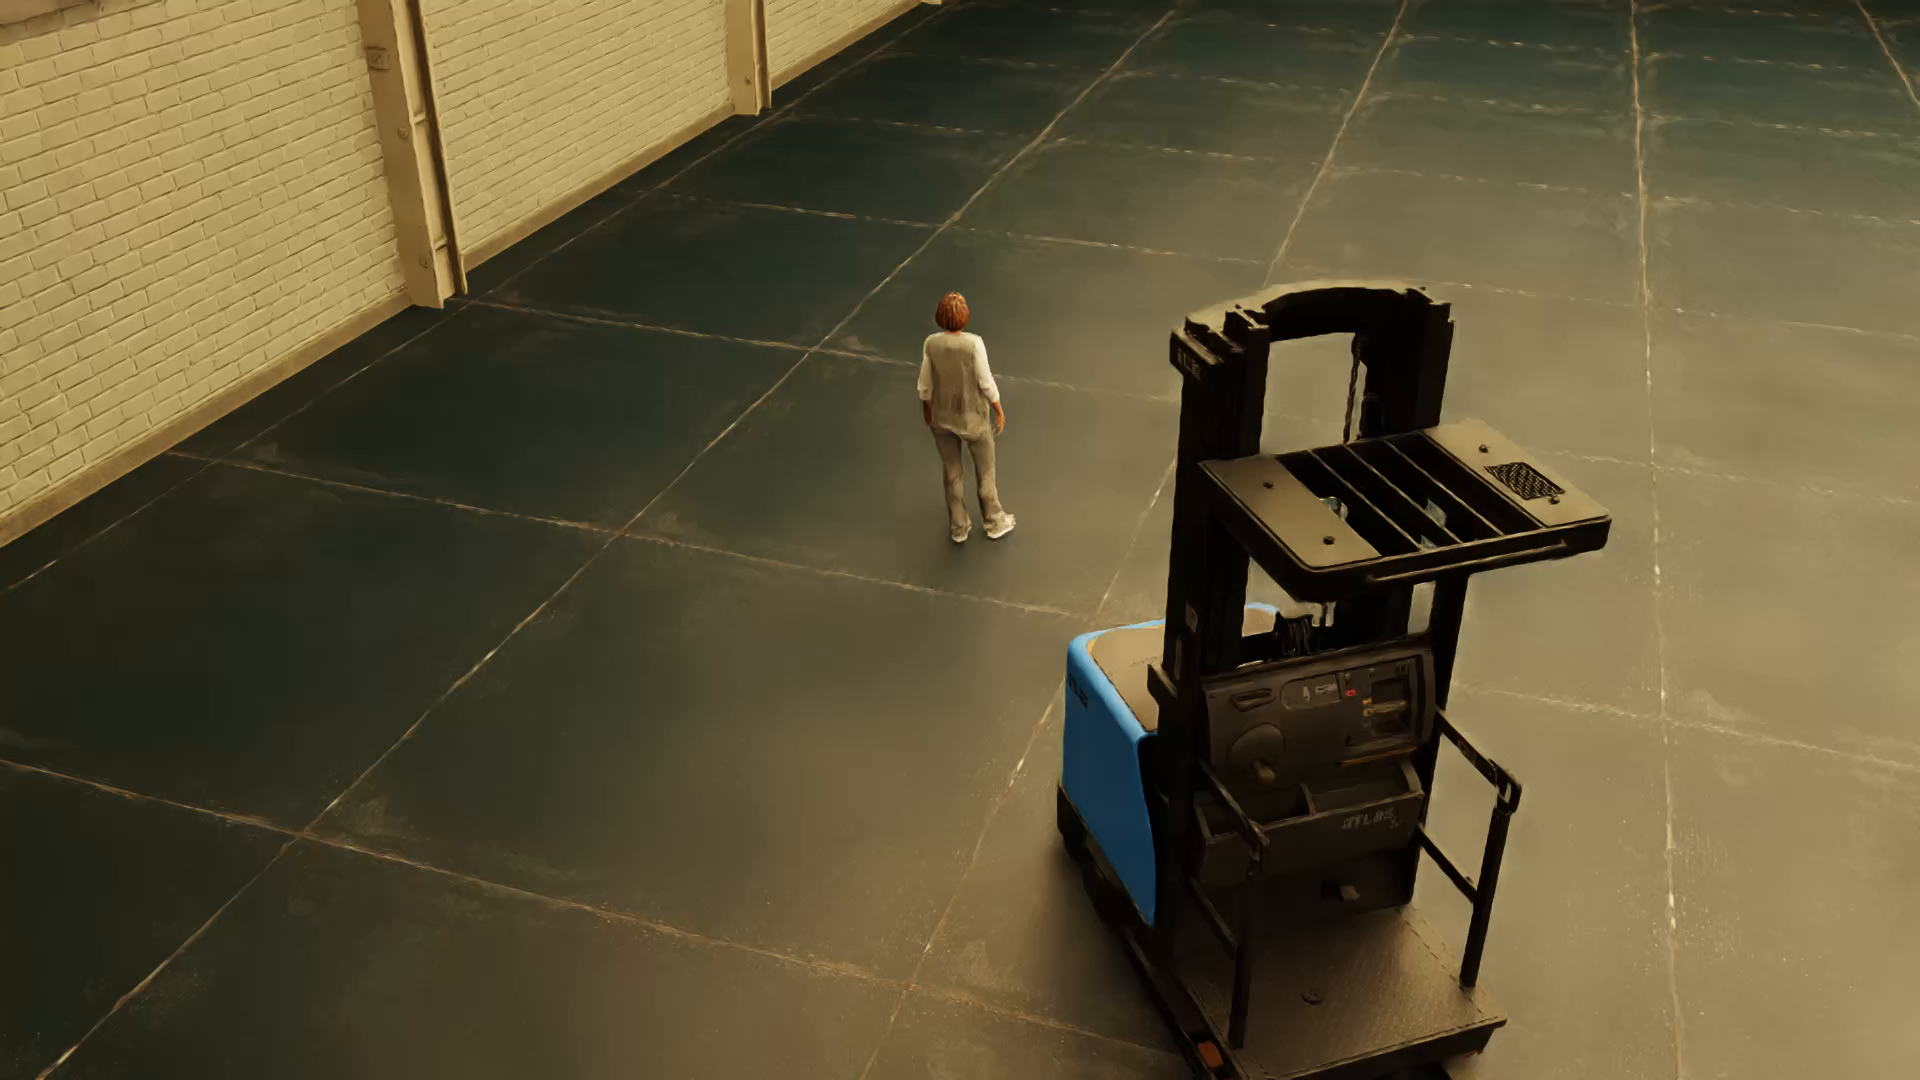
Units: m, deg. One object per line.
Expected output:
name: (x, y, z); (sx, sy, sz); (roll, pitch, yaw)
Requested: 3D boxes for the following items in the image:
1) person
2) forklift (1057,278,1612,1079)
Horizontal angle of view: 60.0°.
person: (0.037, -0.732, 9.754); (0.521, 1.597, 0.474); (10, 31, 16)
forklift: (1.396, 0.690, 5.926); (1.130, 2.935, 3.031); (-9, 31, -16)
